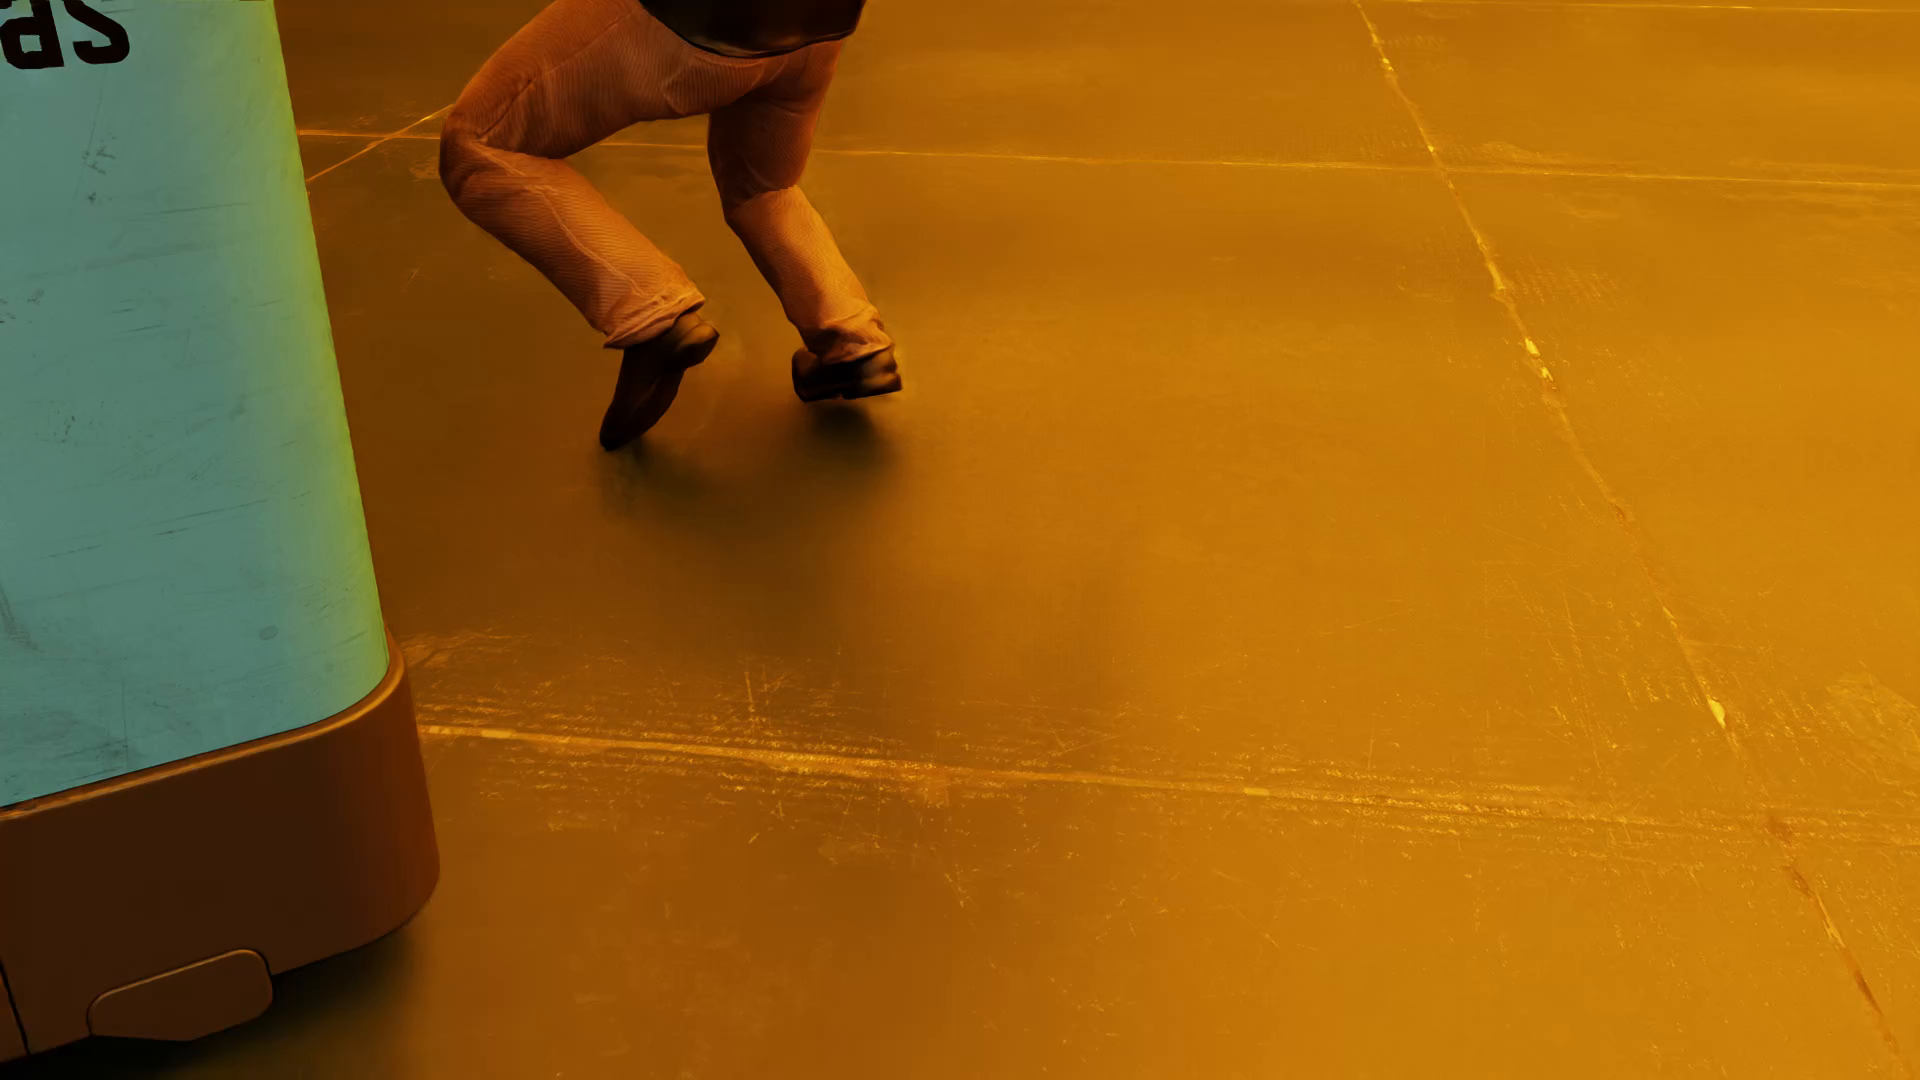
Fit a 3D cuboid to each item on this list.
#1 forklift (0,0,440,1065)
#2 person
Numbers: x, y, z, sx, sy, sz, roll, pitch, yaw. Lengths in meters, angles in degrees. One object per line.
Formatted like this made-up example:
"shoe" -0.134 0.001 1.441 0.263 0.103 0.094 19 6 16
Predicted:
"forklift" -2.050 -0.742 0.705 3.031 2.935 1.130 -15 30 -27
"person" -0.437 -0.875 2.480 0.780 1.620 1.015 20 33 35
